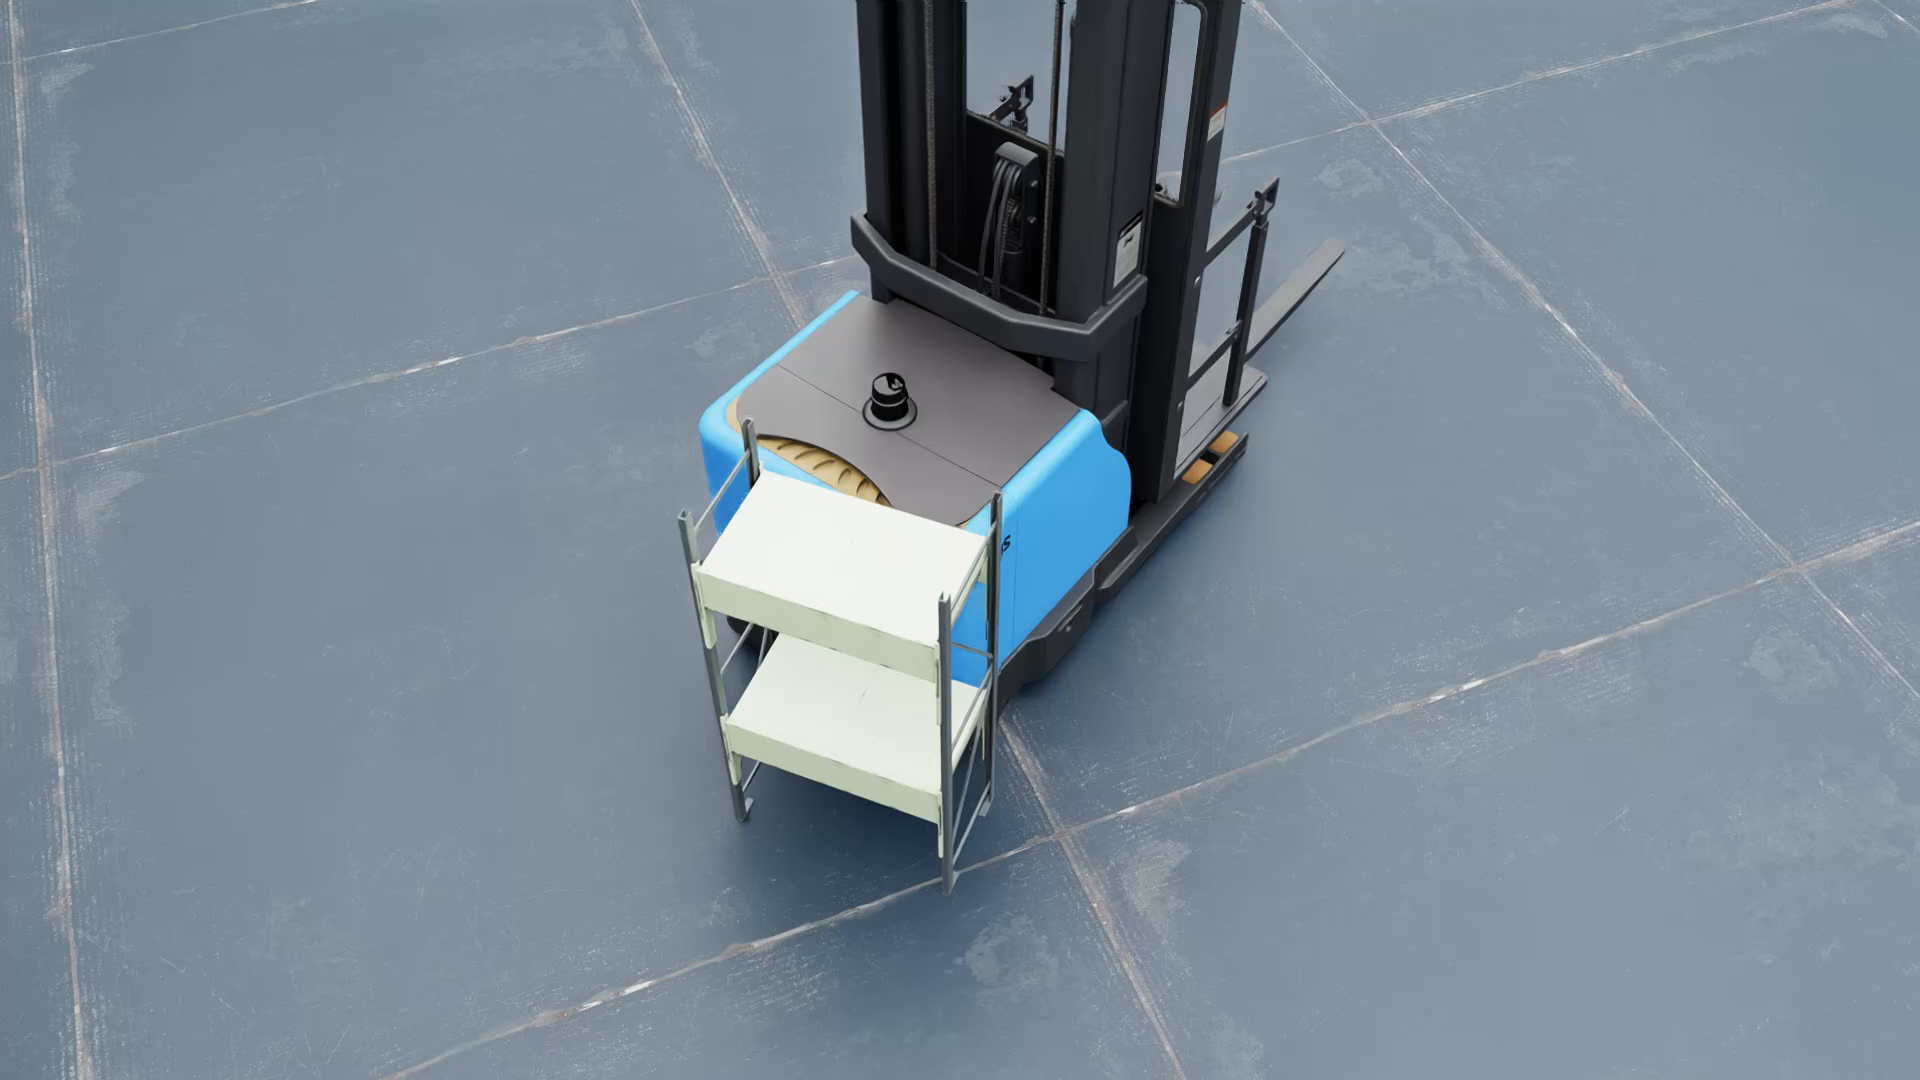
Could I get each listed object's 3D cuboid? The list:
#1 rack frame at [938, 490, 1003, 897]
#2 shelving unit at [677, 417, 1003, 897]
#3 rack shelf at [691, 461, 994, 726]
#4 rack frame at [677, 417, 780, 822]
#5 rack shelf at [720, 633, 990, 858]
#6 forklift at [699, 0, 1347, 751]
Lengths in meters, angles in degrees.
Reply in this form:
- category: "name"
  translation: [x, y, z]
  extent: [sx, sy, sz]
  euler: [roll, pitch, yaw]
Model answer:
- category: "rack frame"
  translation: [0.029, 0.501, 4.831]
  extent: [0.023, 1.500, 0.400]
  euler: [17, 51, 14]
- category: "shelving unit"
  translation: [-0.311, 0.397, 4.920]
  extent: [0.755, 1.500, 0.431]
  euler: [17, 51, 14]
- category: "rack shelf"
  translation: [-0.311, 0.143, 4.624]
  extent: [0.720, 0.370, 0.431]
  euler: [17, 51, 14]
- category: "rack frame"
  translation: [-0.650, 0.294, 5.009]
  extent: [0.023, 1.500, 0.400]
  euler: [17, 51, 14]
- category: "rack shelf"
  translation: [-0.311, 0.610, 5.167]
  extent: [0.720, 0.370, 0.431]
  euler: [17, 51, 14]
- category: "forklift"
  translation: [0.458, -1.306, 5.439]
  extent: [1.130, 2.935, 3.031]
  euler: [30, 56, 23]
